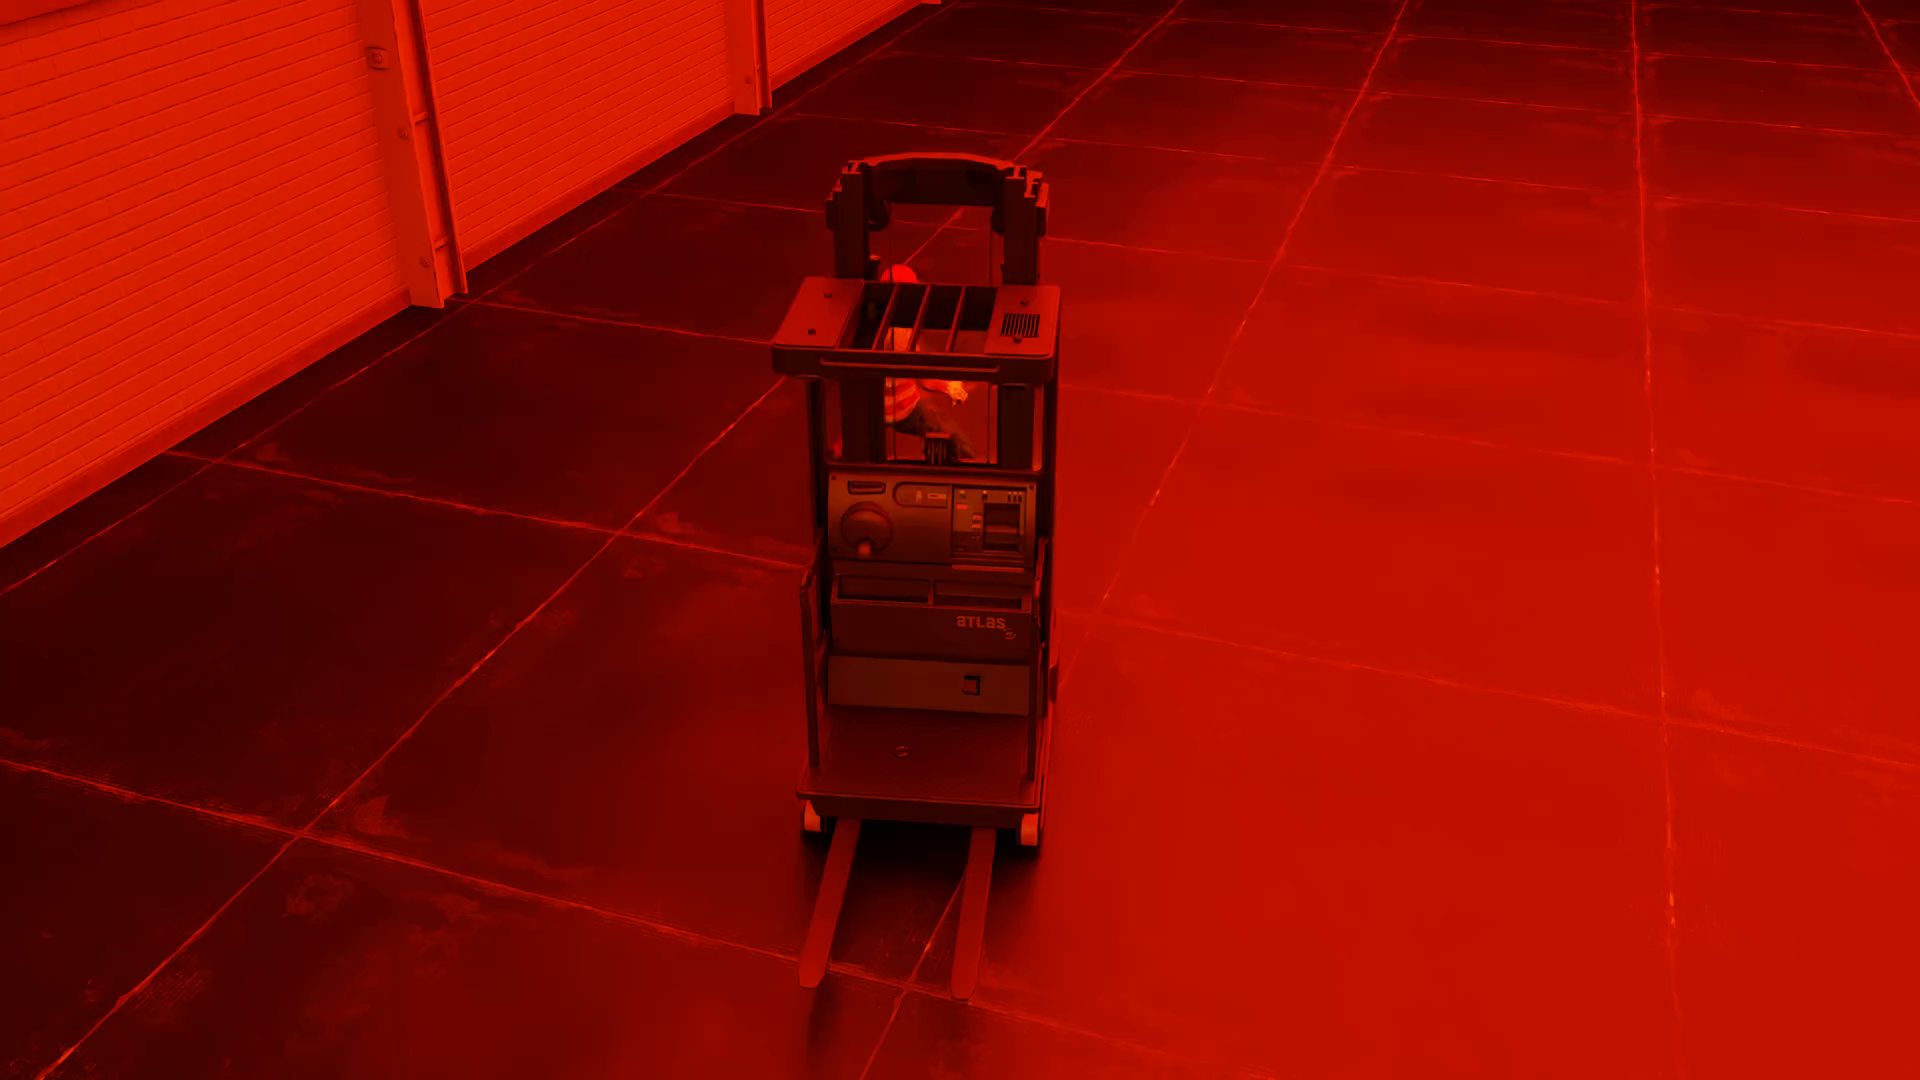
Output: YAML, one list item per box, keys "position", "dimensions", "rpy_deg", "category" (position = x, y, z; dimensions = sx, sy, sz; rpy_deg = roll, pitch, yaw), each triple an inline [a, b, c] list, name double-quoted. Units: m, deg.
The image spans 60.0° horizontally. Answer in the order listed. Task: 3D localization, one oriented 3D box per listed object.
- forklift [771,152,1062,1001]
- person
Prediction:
- position: [-0.145, -0.046, 7.217]
  dimensions: [1.130, 2.935, 3.031]
  rpy_deg: [3, 30, 5]
  category: "forklift"
- position: [-0.334, -0.950, 10.175]
  dimensions: [1.003, 1.591, 1.157]
  rpy_deg: [-17, 34, -27]
  category: "person"
